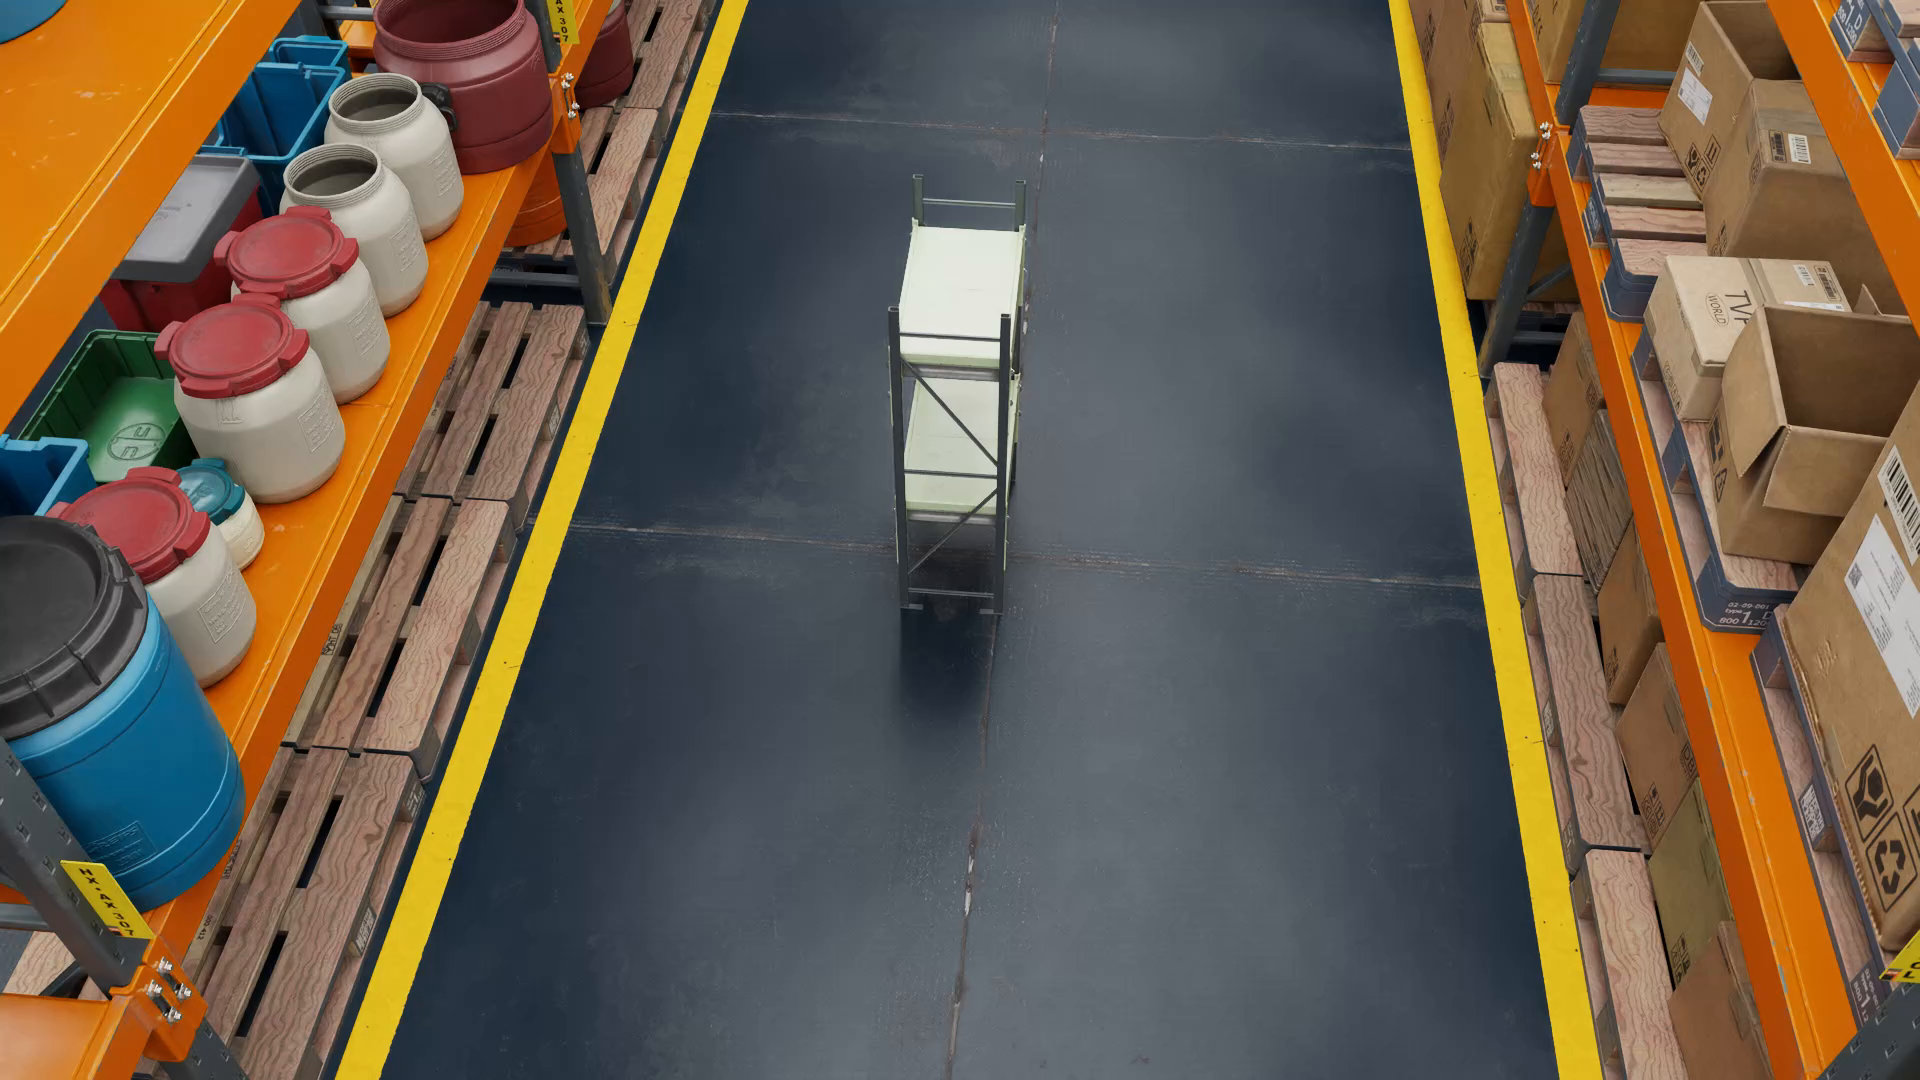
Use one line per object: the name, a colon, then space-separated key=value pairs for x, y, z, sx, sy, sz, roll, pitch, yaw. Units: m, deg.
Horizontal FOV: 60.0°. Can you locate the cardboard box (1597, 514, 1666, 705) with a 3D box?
cardboard box: x=2.693 y=0.277 z=5.860 sx=0.700 sy=0.500 sz=0.500 roll=7 pitch=48 yaw=7

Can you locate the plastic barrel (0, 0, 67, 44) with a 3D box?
plastic barrel: x=-2.531 y=-1.662 z=3.865 sx=0.600 sy=0.901 sz=0.708 roll=4 pitch=48 yaw=4

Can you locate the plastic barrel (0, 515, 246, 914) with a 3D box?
plastic barrel: x=-2.144 y=0.436 z=3.979 sx=0.600 sy=0.901 sz=0.708 roll=4 pitch=48 yaw=4

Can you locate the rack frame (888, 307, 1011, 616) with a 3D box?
rack frame: x=-0.034 y=-0.232 z=5.946 sx=0.400 sy=1.500 sz=0.023 roll=4 pitch=48 yaw=4

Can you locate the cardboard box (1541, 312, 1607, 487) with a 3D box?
cardboard box: x=2.775 y=-0.549 z=6.615 sx=0.700 sy=0.500 sz=0.500 roll=2 pitch=48 yaw=1

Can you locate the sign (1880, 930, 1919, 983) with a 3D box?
sign: x=1.899 y=0.776 z=3.222 sx=0.100 sy=0.325 sz=0.005 roll=4 pitch=48 yaw=4

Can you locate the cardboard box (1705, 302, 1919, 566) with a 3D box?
cardboard box: x=2.518 y=-0.255 z=4.596 sx=0.797 sy=0.503 sz=0.637 roll=8 pitch=48 yaw=8

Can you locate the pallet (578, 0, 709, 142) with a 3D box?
pallet: x=-1.972 y=-2.606 z=8.990 sx=1.003 sy=0.211 sz=1.213 roll=4 pitch=48 yaw=4

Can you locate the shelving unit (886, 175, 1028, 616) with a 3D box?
shelving unit: x=-0.001 y=-0.501 z=6.192 sx=0.431 sy=1.500 sz=0.755 roll=4 pitch=48 yaw=4

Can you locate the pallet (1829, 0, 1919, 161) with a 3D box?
pallet: x=2.706 y=-0.956 z=3.686 sx=1.213 sy=0.211 sz=1.003 roll=4 pitch=48 yaw=4

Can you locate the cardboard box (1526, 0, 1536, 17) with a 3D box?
cardboard box: x=2.666 y=-2.516 z=6.951 sx=0.500 sy=0.500 sz=0.500 roll=3 pitch=48 yaw=3

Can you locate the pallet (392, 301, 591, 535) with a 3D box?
pallet: x=-2.225 y=-0.563 z=7.122 sx=1.003 sy=0.211 sz=1.213 roll=4 pitch=48 yaw=4

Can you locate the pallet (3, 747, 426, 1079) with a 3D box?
pallet: x=-2.448 y=1.230 z=5.482 sx=1.003 sy=0.211 sz=1.213 roll=4 pitch=48 yaw=4

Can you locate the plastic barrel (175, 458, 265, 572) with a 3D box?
plastic barrel: x=-2.207 y=-0.047 z=4.854 sx=0.301 sy=0.262 sz=0.301 roll=0 pitch=48 yaw=0

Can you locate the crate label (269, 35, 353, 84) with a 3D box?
crate label: x=-2.528 y=-1.730 z=6.413 sx=0.303 sy=0.233 sz=0.416 roll=4 pitch=48 yaw=4

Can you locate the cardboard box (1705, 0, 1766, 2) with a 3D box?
cardboard box: x=3.132 y=-2.110 z=6.579 sx=0.500 sy=0.500 sz=0.500 roll=5 pitch=48 yaw=5

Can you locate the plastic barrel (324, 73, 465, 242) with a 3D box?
plastic barrel: x=-1.997 y=-1.338 z=5.865 sx=0.421 sy=0.512 sz=0.421 roll=0 pitch=48 yaw=0

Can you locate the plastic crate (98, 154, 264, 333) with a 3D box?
plastic crate: x=-2.568 y=-0.925 z=5.520 sx=0.402 sy=0.464 sz=0.583 roll=4 pitch=48 yaw=4

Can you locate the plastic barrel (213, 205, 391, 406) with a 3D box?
plastic barrel: x=-2.069 y=-0.722 z=5.286 sx=0.433 sy=0.535 sz=0.433 roll=0 pitch=48 yaw=0

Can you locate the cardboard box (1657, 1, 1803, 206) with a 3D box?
cardboard box: x=2.807 y=-1.513 z=5.749 sx=0.500 sy=0.500 sz=0.500 roll=-1 pitch=48 yaw=-1

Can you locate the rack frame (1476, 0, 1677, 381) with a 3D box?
rack frame: x=2.816 y=-1.737 z=6.306 sx=1.000 sy=3.000 sz=0.127 roll=4 pitch=48 yaw=4

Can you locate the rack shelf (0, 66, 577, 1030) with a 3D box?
rack shelf: x=-2.298 y=-0.358 z=5.532 sx=1.077 sy=0.370 sz=4.000 roll=4 pitch=48 yaw=4

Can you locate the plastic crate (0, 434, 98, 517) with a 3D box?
plastic crate: x=-2.690 y=0.043 z=4.689 sx=0.392 sy=0.384 sz=0.575 roll=4 pitch=48 yaw=4

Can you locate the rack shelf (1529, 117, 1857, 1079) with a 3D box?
rack shelf: x=2.634 y=-0.025 z=5.228 sx=1.077 sy=0.370 sz=4.000 roll=4 pitch=48 yaw=4

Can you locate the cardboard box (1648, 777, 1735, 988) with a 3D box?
cardboard box: x=2.591 y=1.098 z=5.109 sx=0.700 sy=0.500 sz=0.500 roll=4 pitch=48 yaw=3

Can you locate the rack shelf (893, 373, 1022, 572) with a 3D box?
rack shelf: x=-0.001 y=-0.281 z=6.433 sx=0.431 sy=0.370 sz=0.720 roll=4 pitch=48 yaw=4

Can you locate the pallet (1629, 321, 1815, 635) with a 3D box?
pallet: x=2.677 y=-0.215 z=5.044 sx=1.003 sy=0.211 sz=1.213 roll=4 pitch=48 yaw=4

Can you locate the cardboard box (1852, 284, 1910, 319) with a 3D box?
cardboard box: x=2.933 y=-0.590 z=5.064 sx=0.396 sy=0.266 sz=0.258 roll=3 pitch=48 yaw=2

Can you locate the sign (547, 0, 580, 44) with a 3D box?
sign: x=-1.567 y=-2.094 z=6.522 sx=0.100 sy=0.325 sz=0.005 roll=4 pitch=48 yaw=4

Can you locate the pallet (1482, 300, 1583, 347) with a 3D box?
pallet: x=2.963 y=-1.371 z=7.860 sx=1.003 sy=0.211 sz=1.213 roll=4 pitch=48 yaw=4

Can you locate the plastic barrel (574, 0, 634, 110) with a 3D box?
plastic barrel: x=-1.985 y=-2.589 z=8.435 sx=0.600 sy=0.588 sz=0.708 roll=4 pitch=48 yaw=4

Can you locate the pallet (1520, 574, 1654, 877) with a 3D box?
pallet: x=2.630 y=0.672 z=5.992 sx=1.003 sy=0.211 sz=1.213 roll=4 pitch=48 yaw=4

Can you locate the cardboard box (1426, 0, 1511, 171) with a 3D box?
cardboard box: x=2.989 y=-2.322 z=7.997 sx=1.225 sy=0.875 sz=0.875 roll=4 pitch=48 yaw=4
